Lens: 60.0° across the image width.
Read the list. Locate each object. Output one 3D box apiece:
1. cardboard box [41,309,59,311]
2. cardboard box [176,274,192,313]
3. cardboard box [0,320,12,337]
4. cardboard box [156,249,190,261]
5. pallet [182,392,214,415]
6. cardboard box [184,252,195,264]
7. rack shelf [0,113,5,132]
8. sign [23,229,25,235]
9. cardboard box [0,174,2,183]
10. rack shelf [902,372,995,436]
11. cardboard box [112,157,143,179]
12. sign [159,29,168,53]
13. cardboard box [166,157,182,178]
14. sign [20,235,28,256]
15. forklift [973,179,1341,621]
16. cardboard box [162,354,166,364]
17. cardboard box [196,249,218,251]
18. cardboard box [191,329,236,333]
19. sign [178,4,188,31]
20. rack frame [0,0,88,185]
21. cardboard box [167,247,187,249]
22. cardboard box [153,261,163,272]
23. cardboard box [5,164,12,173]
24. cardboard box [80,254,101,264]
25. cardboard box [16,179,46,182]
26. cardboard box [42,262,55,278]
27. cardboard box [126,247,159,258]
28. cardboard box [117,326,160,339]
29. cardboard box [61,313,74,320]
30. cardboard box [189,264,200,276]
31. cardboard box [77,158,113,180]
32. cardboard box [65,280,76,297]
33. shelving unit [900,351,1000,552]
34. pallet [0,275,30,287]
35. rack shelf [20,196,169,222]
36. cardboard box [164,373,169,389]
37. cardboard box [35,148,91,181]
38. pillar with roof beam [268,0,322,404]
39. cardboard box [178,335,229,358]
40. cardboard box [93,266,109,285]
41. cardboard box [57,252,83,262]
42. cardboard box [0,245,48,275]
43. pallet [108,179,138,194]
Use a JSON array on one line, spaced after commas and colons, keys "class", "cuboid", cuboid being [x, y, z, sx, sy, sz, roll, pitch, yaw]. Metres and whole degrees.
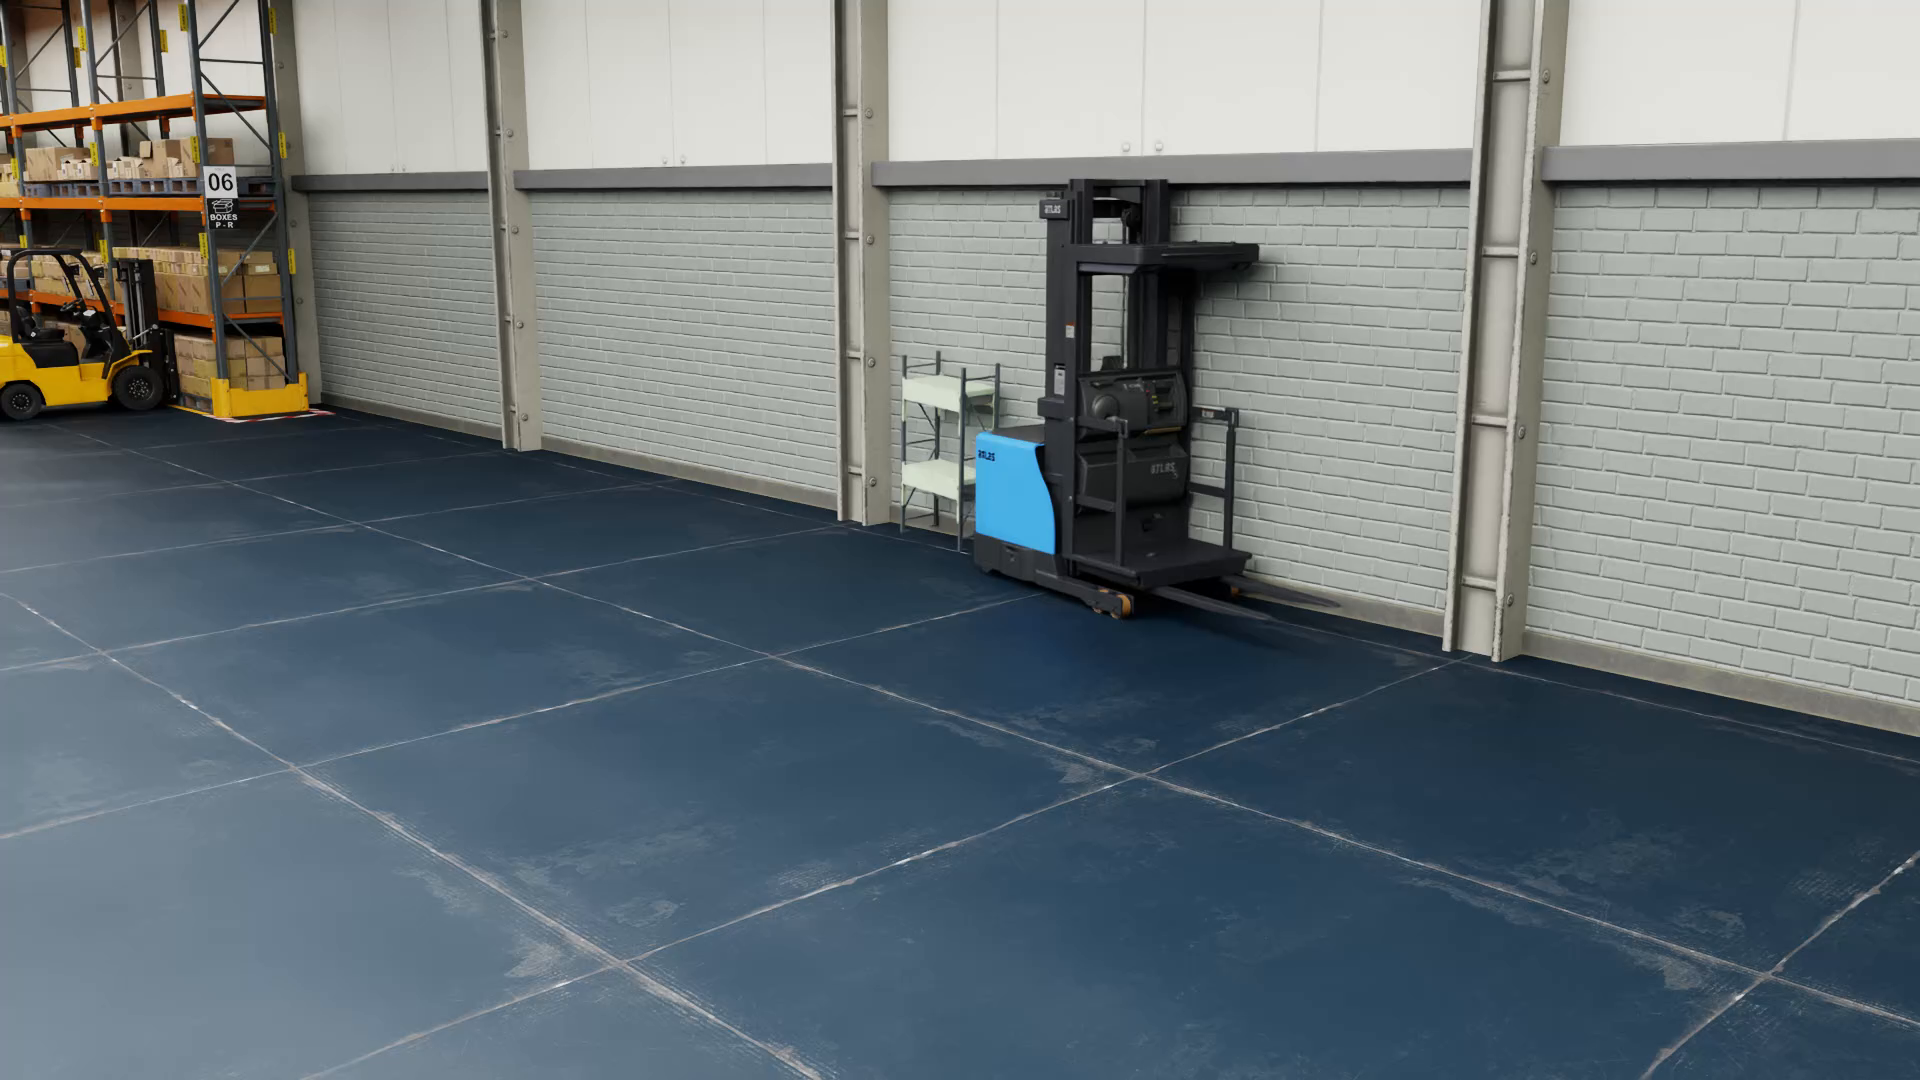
[{"class": "cardboard box", "cuboid": [-16.049, -3.978, 29.334, 0.250, 0.149, 0.380, 11, 16, 43]}, {"class": "cardboard box", "cuboid": [-10.183, -3.327, 22.377, 0.500, 0.500, 0.500, -10, 15, -41]}, {"class": "cardboard box", "cuboid": [-16.348, -3.570, 28.959, 0.500, 0.500, 0.500, 11, 16, 43]}, {"class": "cardboard box", "cuboid": [-10.927, -3.963, 23.120, 0.380, 0.149, 0.250, -11, 16, -42]}, {"class": "pallet", "cuboid": [-9.860, -1.906, 22.637, 1.003, 0.211, 1.213, -11, 16, -43]}, {"class": "cardboard box", "cuboid": [-10.095, -3.767, 22.169, 0.380, 0.149, 0.250, -10, 16, -41]}, {"class": "rack shelf", "cuboid": [-18.970, -7.793, 31.227, 1.077, 0.370, 4.000, -11, 16, -43]}, {"class": "sign", "cuboid": [-17.190, -5.562, 30.604, 0.100, 0.325, 0.005, -11, 16, -43]}, {"class": "cardboard box", "cuboid": [-16.115, -6.134, 28.199, 0.380, 0.149, 0.250, -10, 15, -41]}, {"class": "rack shelf", "cuboid": [-0.082, -1.115, 13.523, 0.431, 0.370, 0.720, -12, 20, -40]}, {"class": "cardboard box", "cuboid": [-11.666, -5.274, 23.575, 0.500, 0.311, 0.500, -10, 16, -41]}, {"class": "sign", "cuboid": [-11.646, -7.296, 24.318, 0.100, 0.325, 0.005, -11, 16, -43]}, {"class": "cardboard box", "cuboid": [-10.269, -4.939, 22.062, 0.396, 0.266, 0.258, -11, 16, -42]}, {"class": "sign", "cuboid": [-15.213, -4.784, 27.027, 0.100, 0.325, 0.005, -11, 16, -43]}, {"class": "forklift", "cuboid": [1.344, -1.009, 11.546, 1.130, 2.935, 3.031, -8, 14, -33]}, {"class": "cardboard box", "cuboid": [-10.917, -2.517, 23.231, 0.500, 0.250, 0.500, -11, 16, -43]}, {"class": "cardboard box", "cuboid": [-10.427, -3.986, 23.234, 0.380, 0.149, 0.250, -11, 16, -42]}, {"class": "cardboard box", "cuboid": [-10.531, -2.833, 23.526, 0.500, 0.250, 0.500, -11, 16, -44]}, {"class": "sign", "cuboid": [-9.704, -6.526, 20.778, 0.100, 0.325, 0.005, -11, 16, -43]}, {"class": "rack frame", "cuboid": [-14.827, -7.271, 26.904, 1.000, 3.000, 0.127, -11, 16, -43]}, {"class": "cardboard box", "cuboid": [-11.289, -4.178, 24.164, 0.380, 0.149, 0.250, -11, 16, -43]}, {"class": "cardboard box", "cuboid": [-10.981, -3.804, 23.088, 0.380, 0.149, 0.250, -11, 16, -44]}, {"class": "cardboard box", "cuboid": [-15.603, -6.163, 27.607, 0.250, 0.149, 0.380, 11, 16, 43]}, {"class": "cardboard box", "cuboid": [-13.196, -4.280, 25.396, 0.250, 0.149, 0.380, 11, 16, 44]}, {"class": "cardboard box", "cuboid": [-15.246, -5.942, 27.270, 0.380, 0.149, 0.250, -10, 16, -41]}, {"class": "cardboard box", "cuboid": [-14.352, -4.332, 26.639, 0.500, 0.250, 0.500, -10, 15, -41]}, {"class": "cardboard box", "cuboid": [-11.800, -4.151, 24.031, 0.380, 0.149, 0.250, -11, 16, -42]}, {"class": "cardboard box", "cuboid": [-11.957, -2.984, 24.255, 0.500, 0.250, 0.500, -11, 16, -43]}, {"class": "cardboard box", "cuboid": [-15.125, -3.794, 28.440, 0.380, 0.149, 0.250, -10, 15, -41]}, {"class": "cardboard box", "cuboid": [-9.942, -3.577, 21.984, 0.380, 0.149, 0.250, -11, 16, -42]}, {"class": "cardboard box", "cuboid": [-12.740, -5.501, 24.677, 0.500, 0.311, 0.500, 11, 16, 43]}, {"class": "cardboard box", "cuboid": [-13.635, -3.936, 25.956, 0.500, 0.250, 0.500, -10, 15, -41]}, {"class": "shelving unit", "cuboid": [-0.089, -0.739, 13.628, 0.431, 1.500, 0.755, -12, 20, -40]}, {"class": "pallet", "cuboid": [-16.173, -4.522, 28.903, 1.003, 0.211, 1.213, -11, 16, -43]}, {"class": "rack shelf", "cuboid": [-13.445, -5.158, 25.862, 1.077, 0.370, 4.000, -11, 16, -43]}, {"class": "cardboard box", "cuboid": [-10.905, -2.270, 23.268, 0.500, 0.250, 0.500, -10, 15, -41]}, {"class": "cardboard box", "cuboid": [-14.082, -5.906, 26.176, 0.700, 0.500, 0.500, -11, 16, -44]}, {"class": "pillar with roof beam", "cuboid": [-12.244, -5.731, 19.428, 9.100, 9.000, 0.400, -11, 16, -43]}, {"class": "cardboard box", "cuboid": [-10.202, -2.612, 22.449, 0.500, 0.250, 0.500, -11, 16, -42]}, {"class": "cardboard box", "cuboid": [-12.588, -3.957, 24.815, 0.500, 0.250, 0.500, -11, 16, -44]}, {"class": "cardboard box", "cuboid": [-14.053, -4.471, 26.321, 0.380, 0.149, 0.250, -11, 16, -42]}, {"class": "cardboard box", "cuboid": [-16.088, -4.802, 28.488, 0.637, 0.503, 0.797, 11, 16, 44]}, {"class": "pallet", "cuboid": [-11.457, -5.054, 23.795, 1.003, 0.211, 1.213, -11, 16, -43]}]
